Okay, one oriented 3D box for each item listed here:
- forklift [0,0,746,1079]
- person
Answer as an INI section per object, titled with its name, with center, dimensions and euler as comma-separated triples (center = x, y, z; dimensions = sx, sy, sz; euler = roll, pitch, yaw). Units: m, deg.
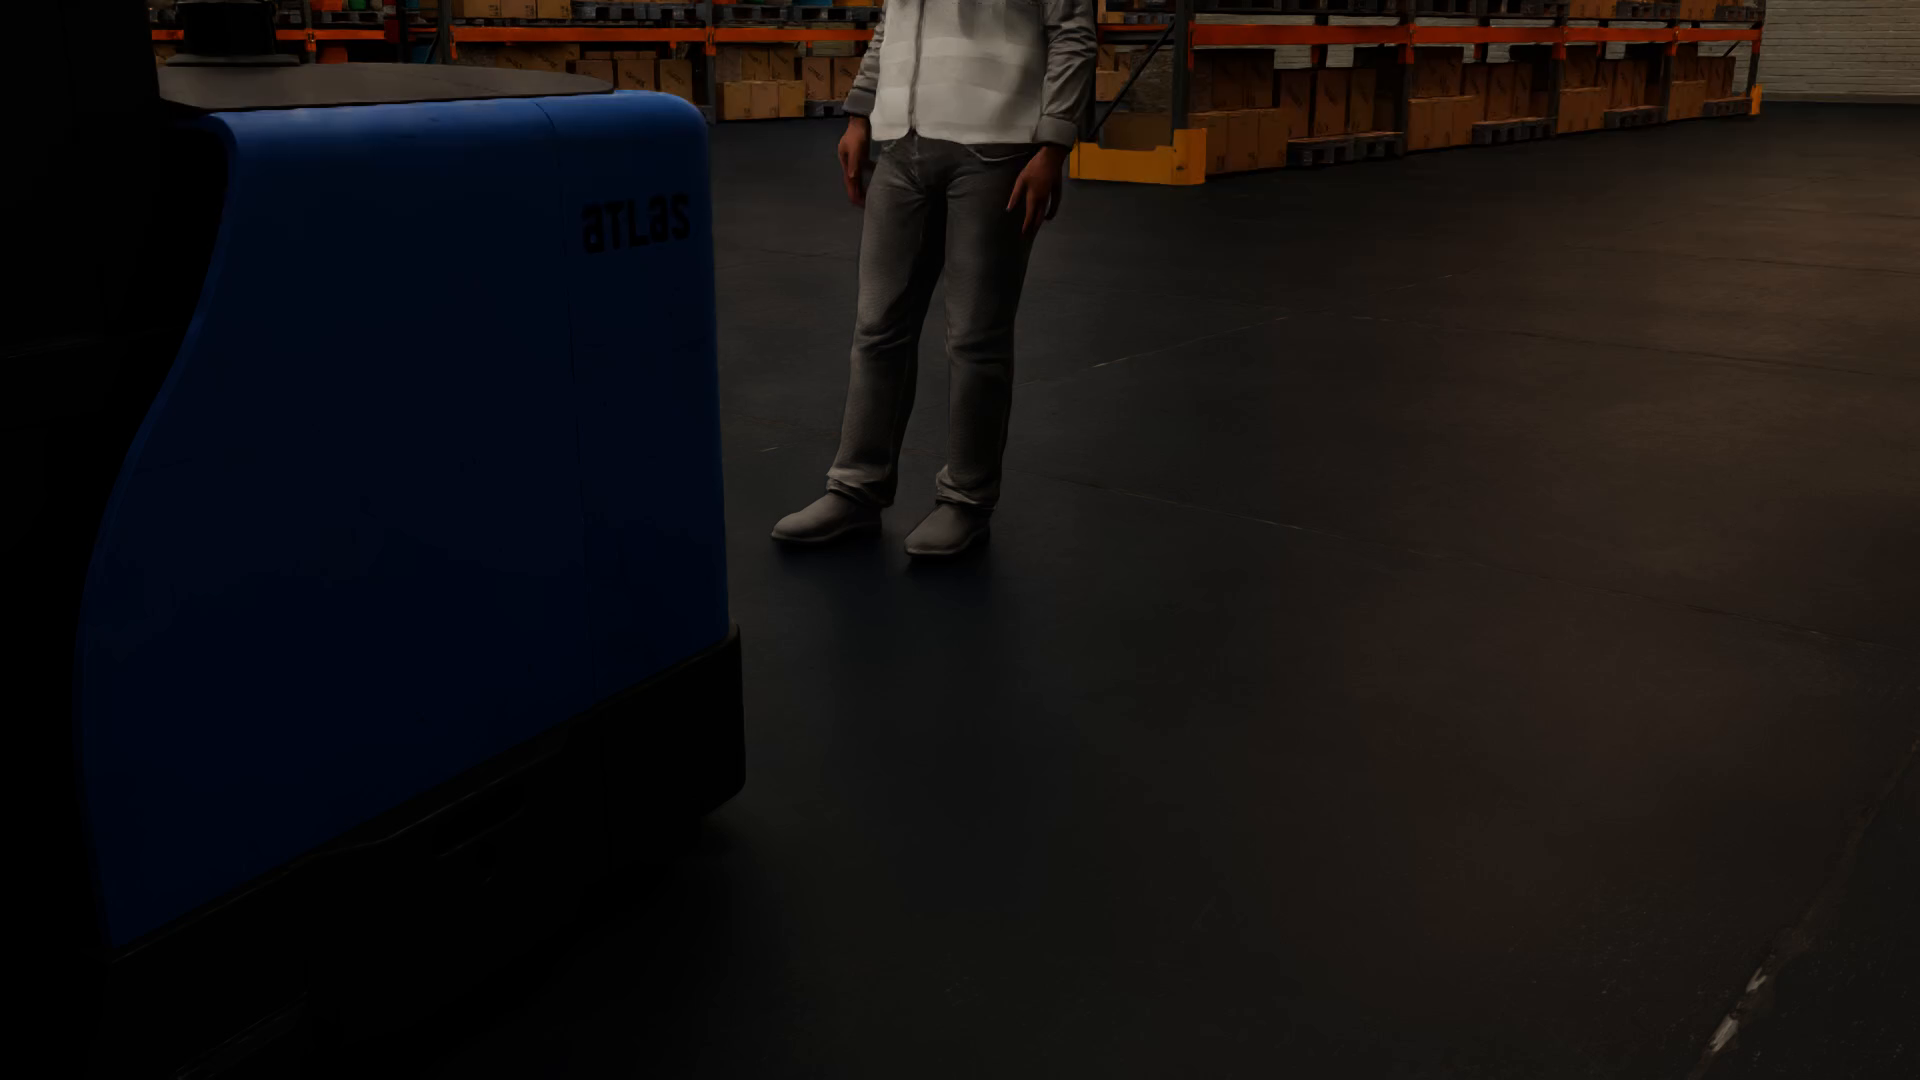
[forklift]
center = -1.472, -0.669, 1.101
dimensions = 1.130, 2.935, 3.031
euler = 9, 19, 27
[person]
center = -0.046, -0.843, 3.640
dimensions = 0.633, 1.775, 0.566
euler = 13, 21, 37
